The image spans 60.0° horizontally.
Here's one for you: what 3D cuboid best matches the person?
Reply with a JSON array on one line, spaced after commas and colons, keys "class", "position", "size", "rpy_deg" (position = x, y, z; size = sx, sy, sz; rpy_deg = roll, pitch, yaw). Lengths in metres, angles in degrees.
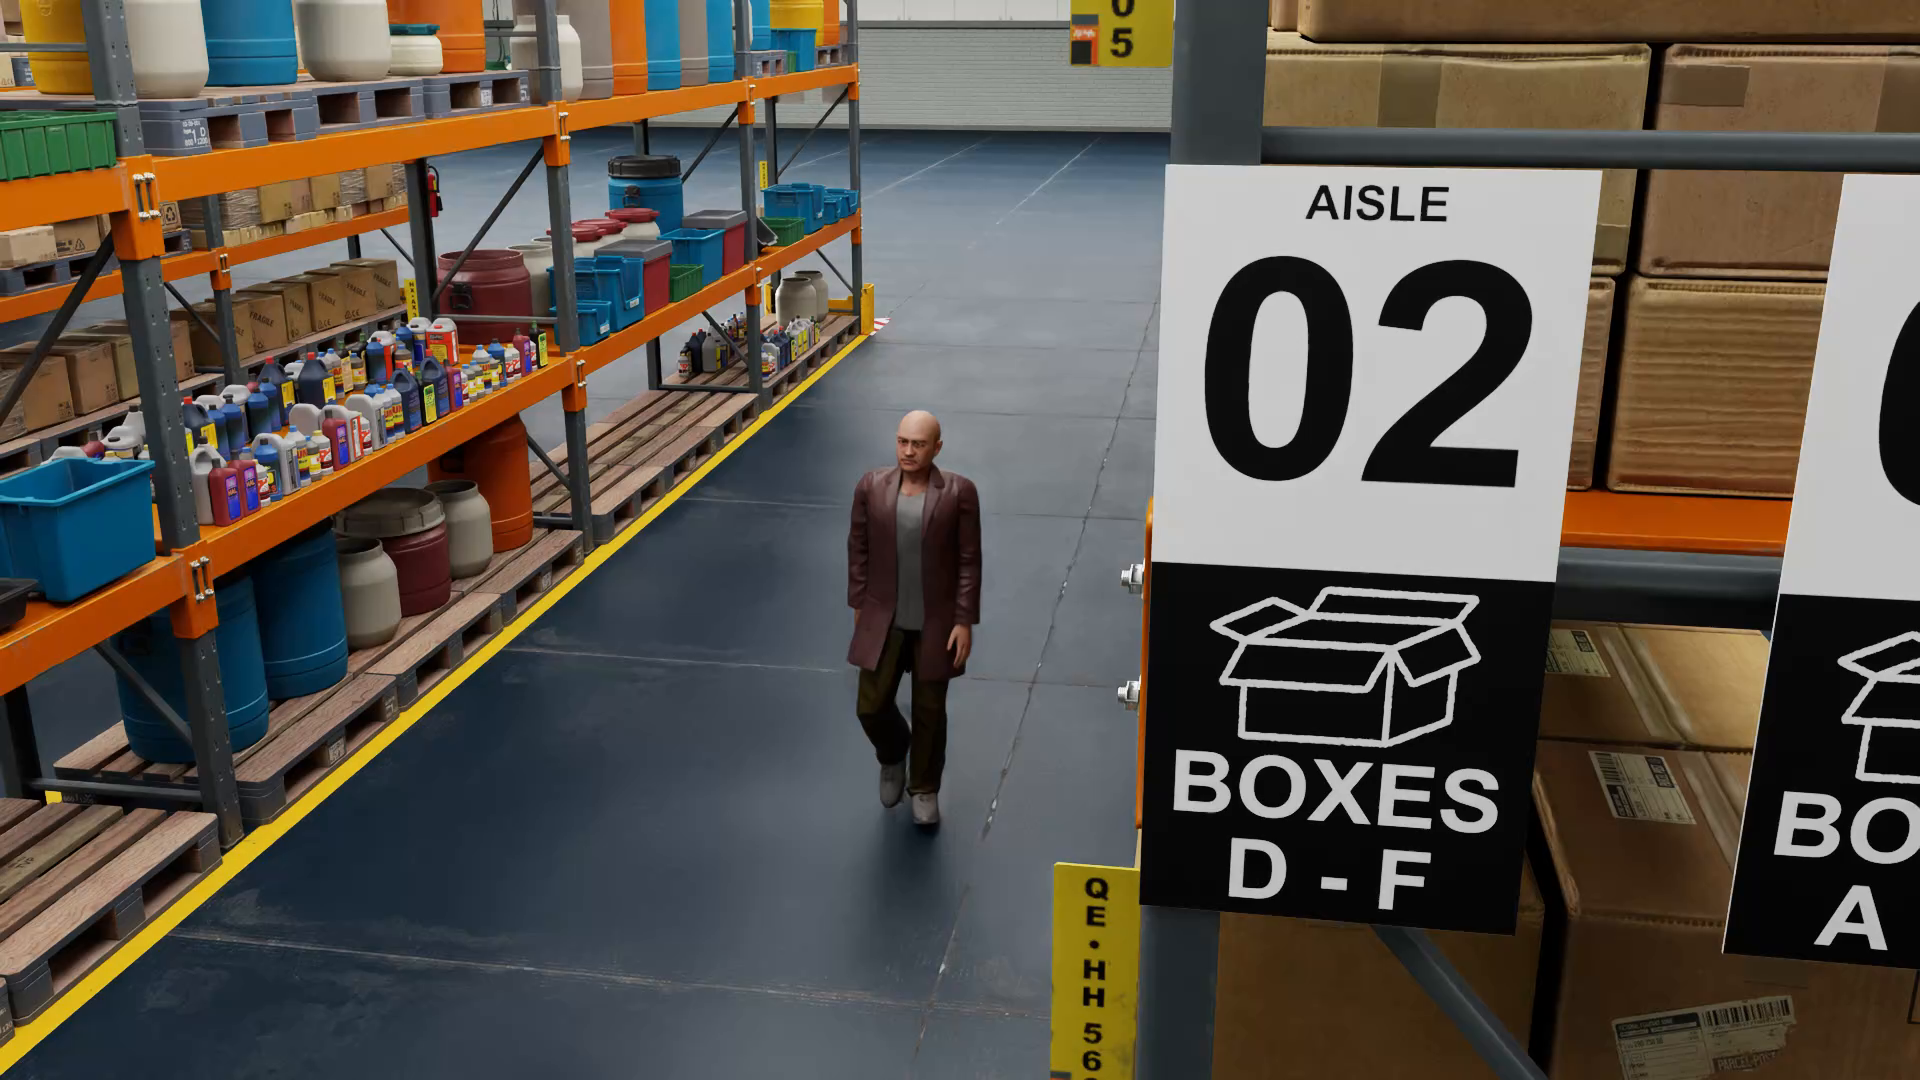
[{"class": "person", "position": [-0.196, 0.332, 6.961], "size": [0.583, 1.788, 0.532], "rpy_deg": [2, 18, 7]}]
